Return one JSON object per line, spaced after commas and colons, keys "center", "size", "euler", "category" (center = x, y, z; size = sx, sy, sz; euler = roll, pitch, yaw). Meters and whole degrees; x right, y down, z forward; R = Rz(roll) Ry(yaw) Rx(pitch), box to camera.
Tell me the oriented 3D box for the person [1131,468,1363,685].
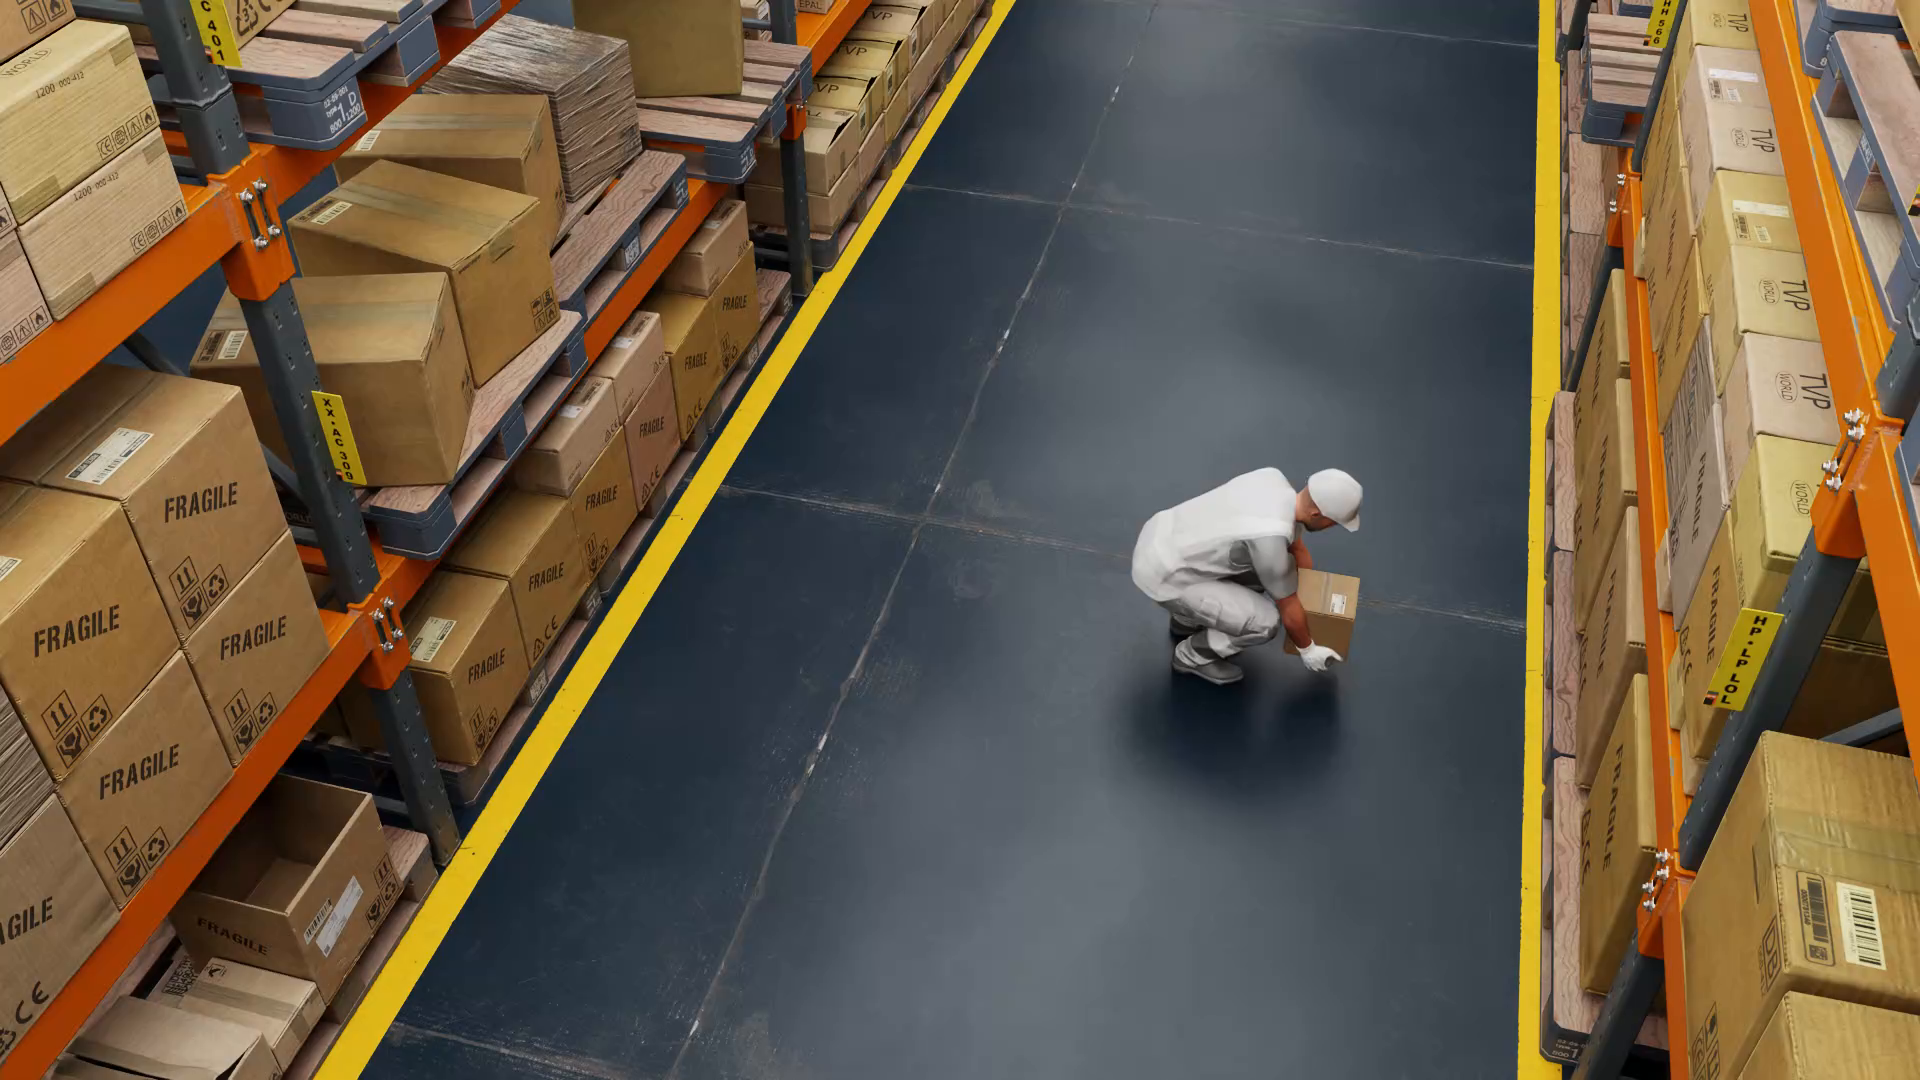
{"center": [1.135, 0.106, 6.629], "size": [0.890, 0.998, 0.536], "euler": [9, 41, 10], "category": "person"}
